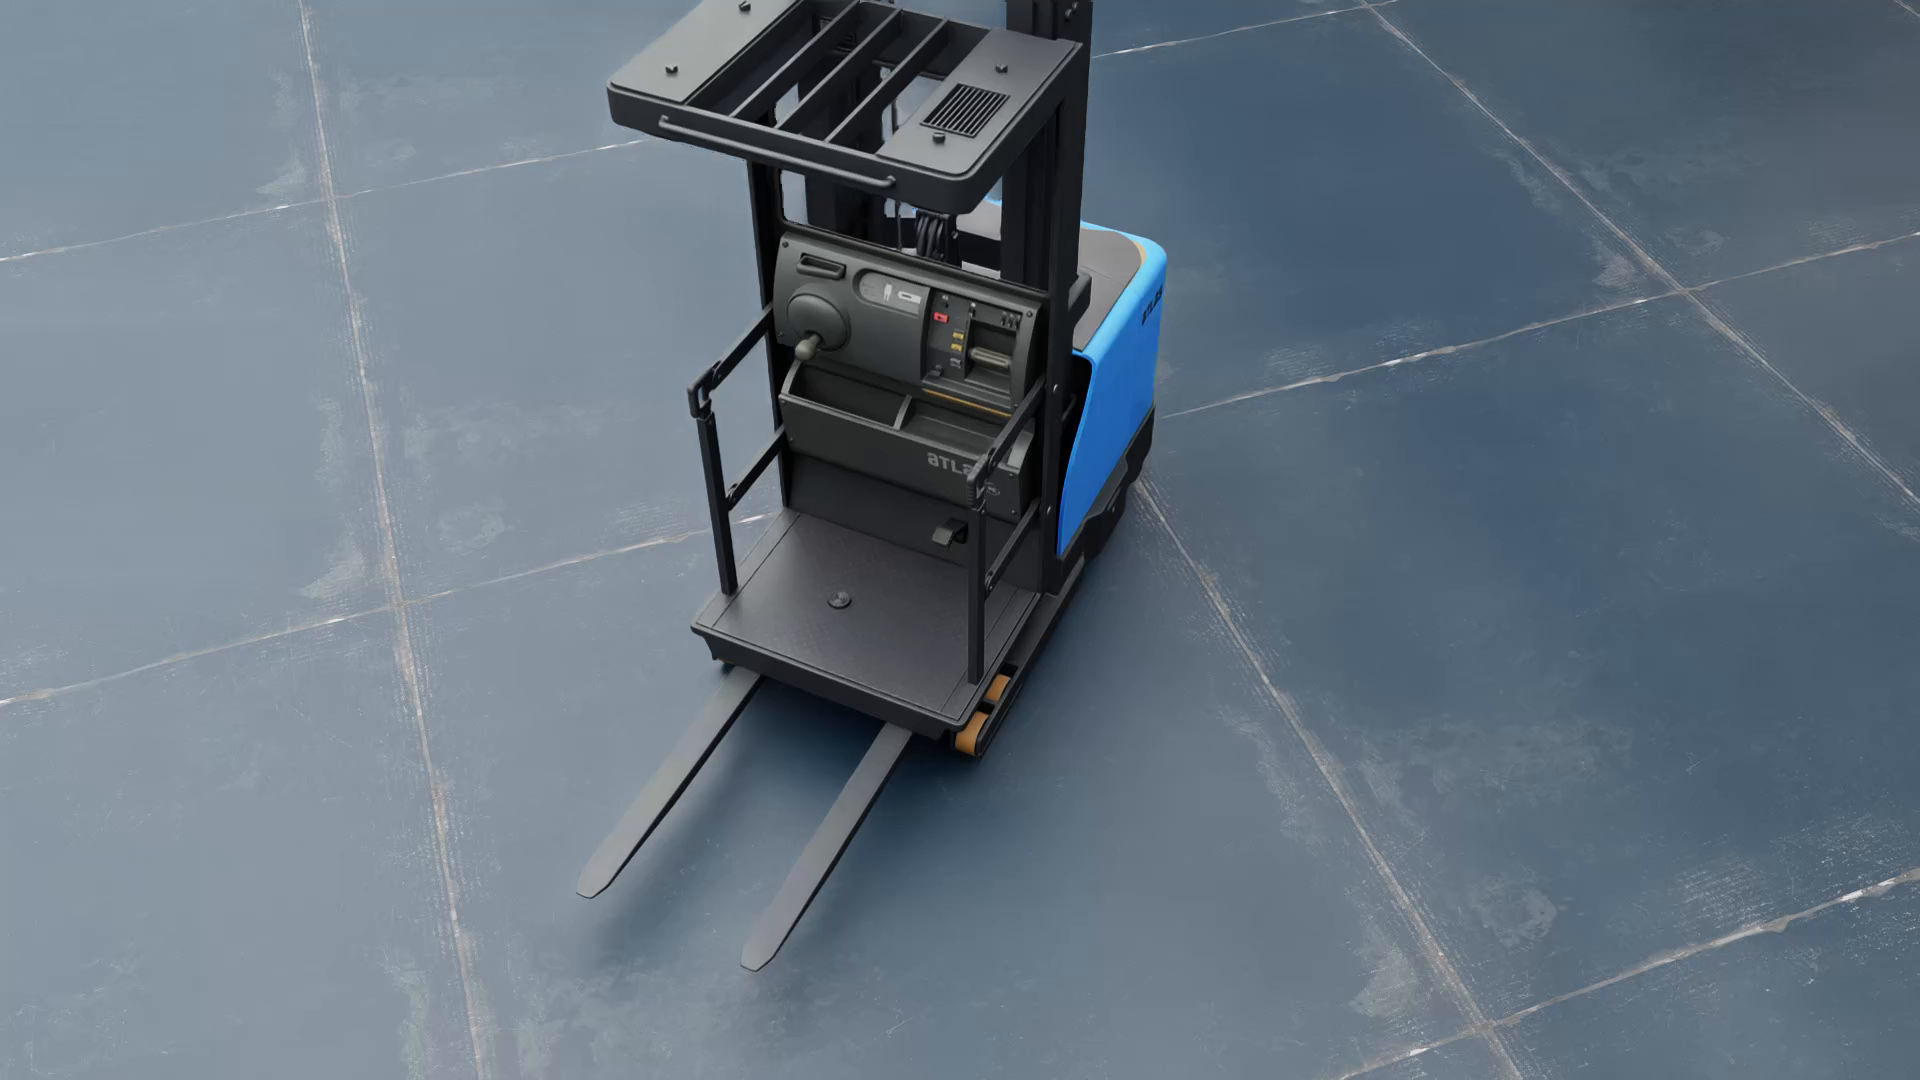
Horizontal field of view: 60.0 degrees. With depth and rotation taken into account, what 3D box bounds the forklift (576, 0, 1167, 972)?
[{"bbox_3d":[-0.279,-0.619,5.298,1.130,2.935,3.031,19,48,18],"label":"forklift"}]
